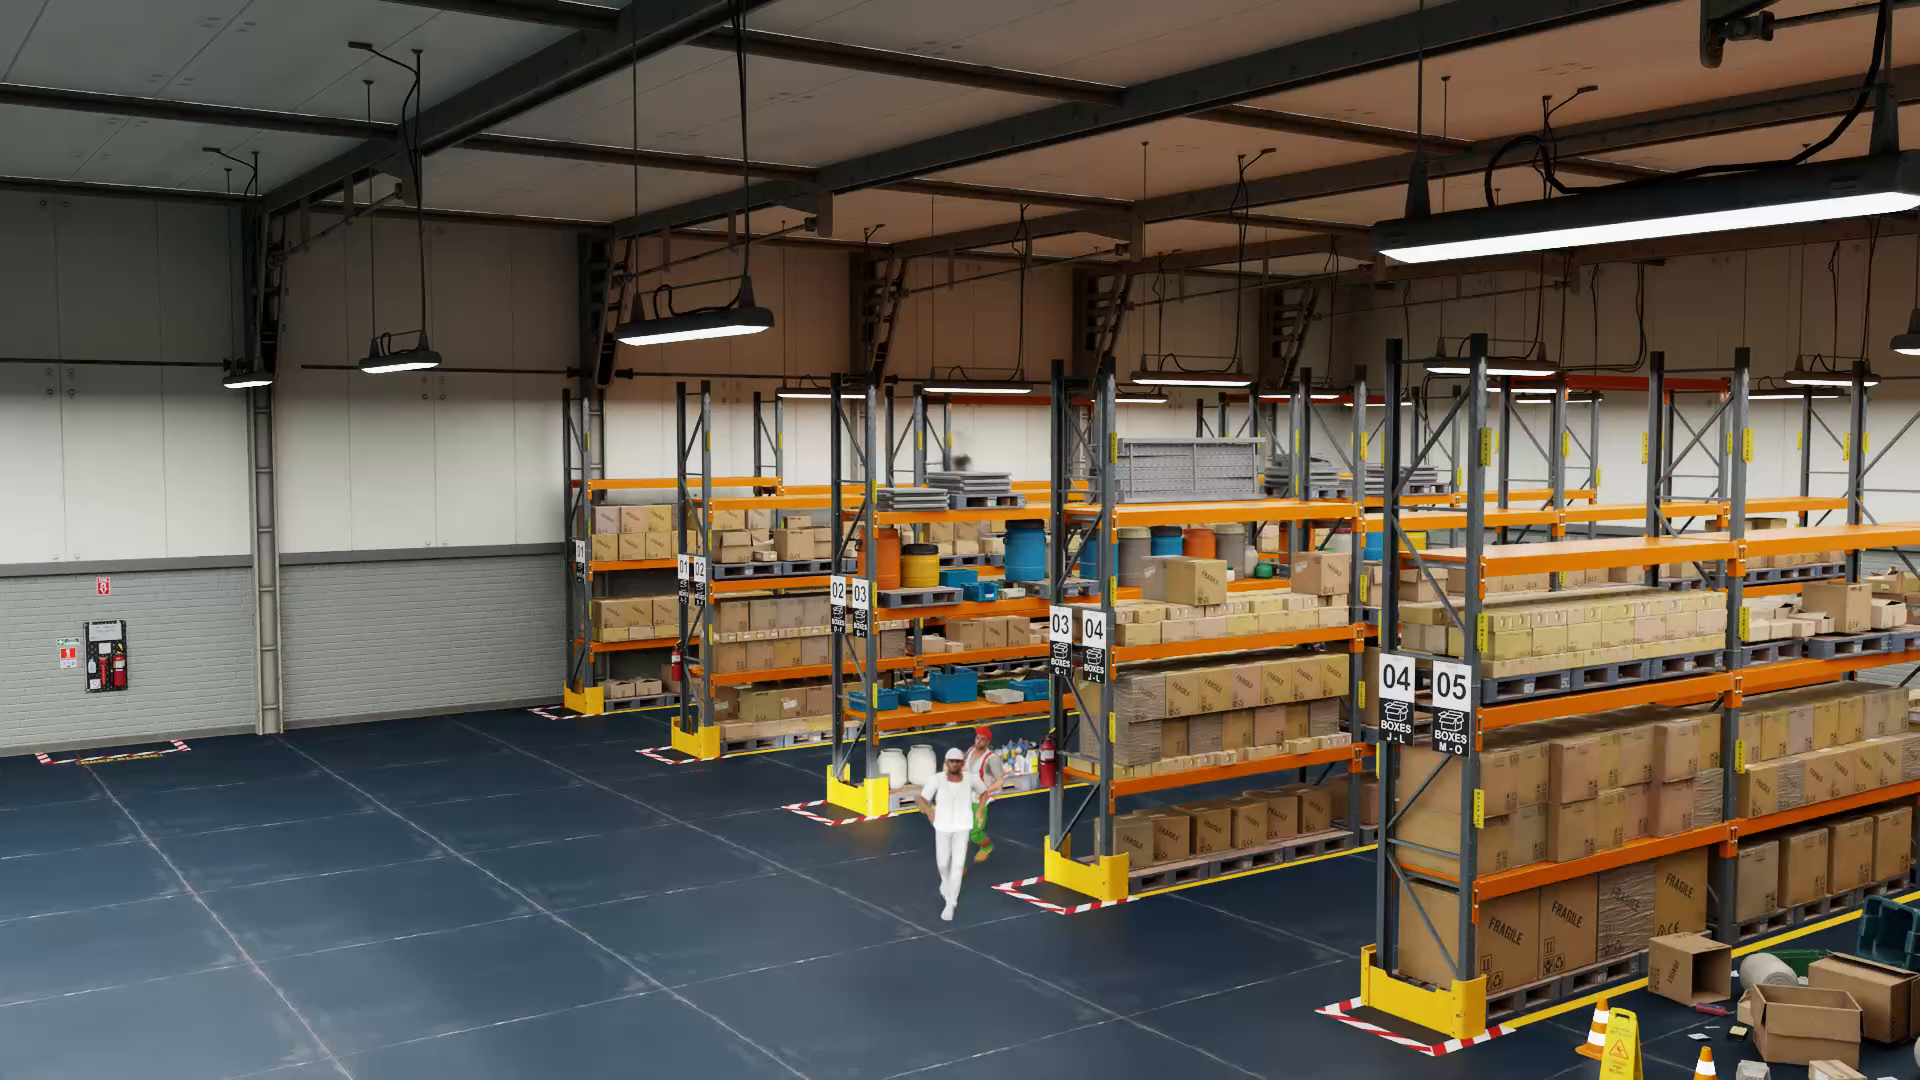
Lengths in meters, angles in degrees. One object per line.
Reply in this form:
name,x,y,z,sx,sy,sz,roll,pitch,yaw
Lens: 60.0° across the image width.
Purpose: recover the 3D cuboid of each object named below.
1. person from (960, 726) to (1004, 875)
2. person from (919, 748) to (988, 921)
person,0.225,3.047,19.431,0.703,1.765,0.813,3,4,35
person,-0.084,3.123,17.978,0.719,1.767,0.985,0,4,5
